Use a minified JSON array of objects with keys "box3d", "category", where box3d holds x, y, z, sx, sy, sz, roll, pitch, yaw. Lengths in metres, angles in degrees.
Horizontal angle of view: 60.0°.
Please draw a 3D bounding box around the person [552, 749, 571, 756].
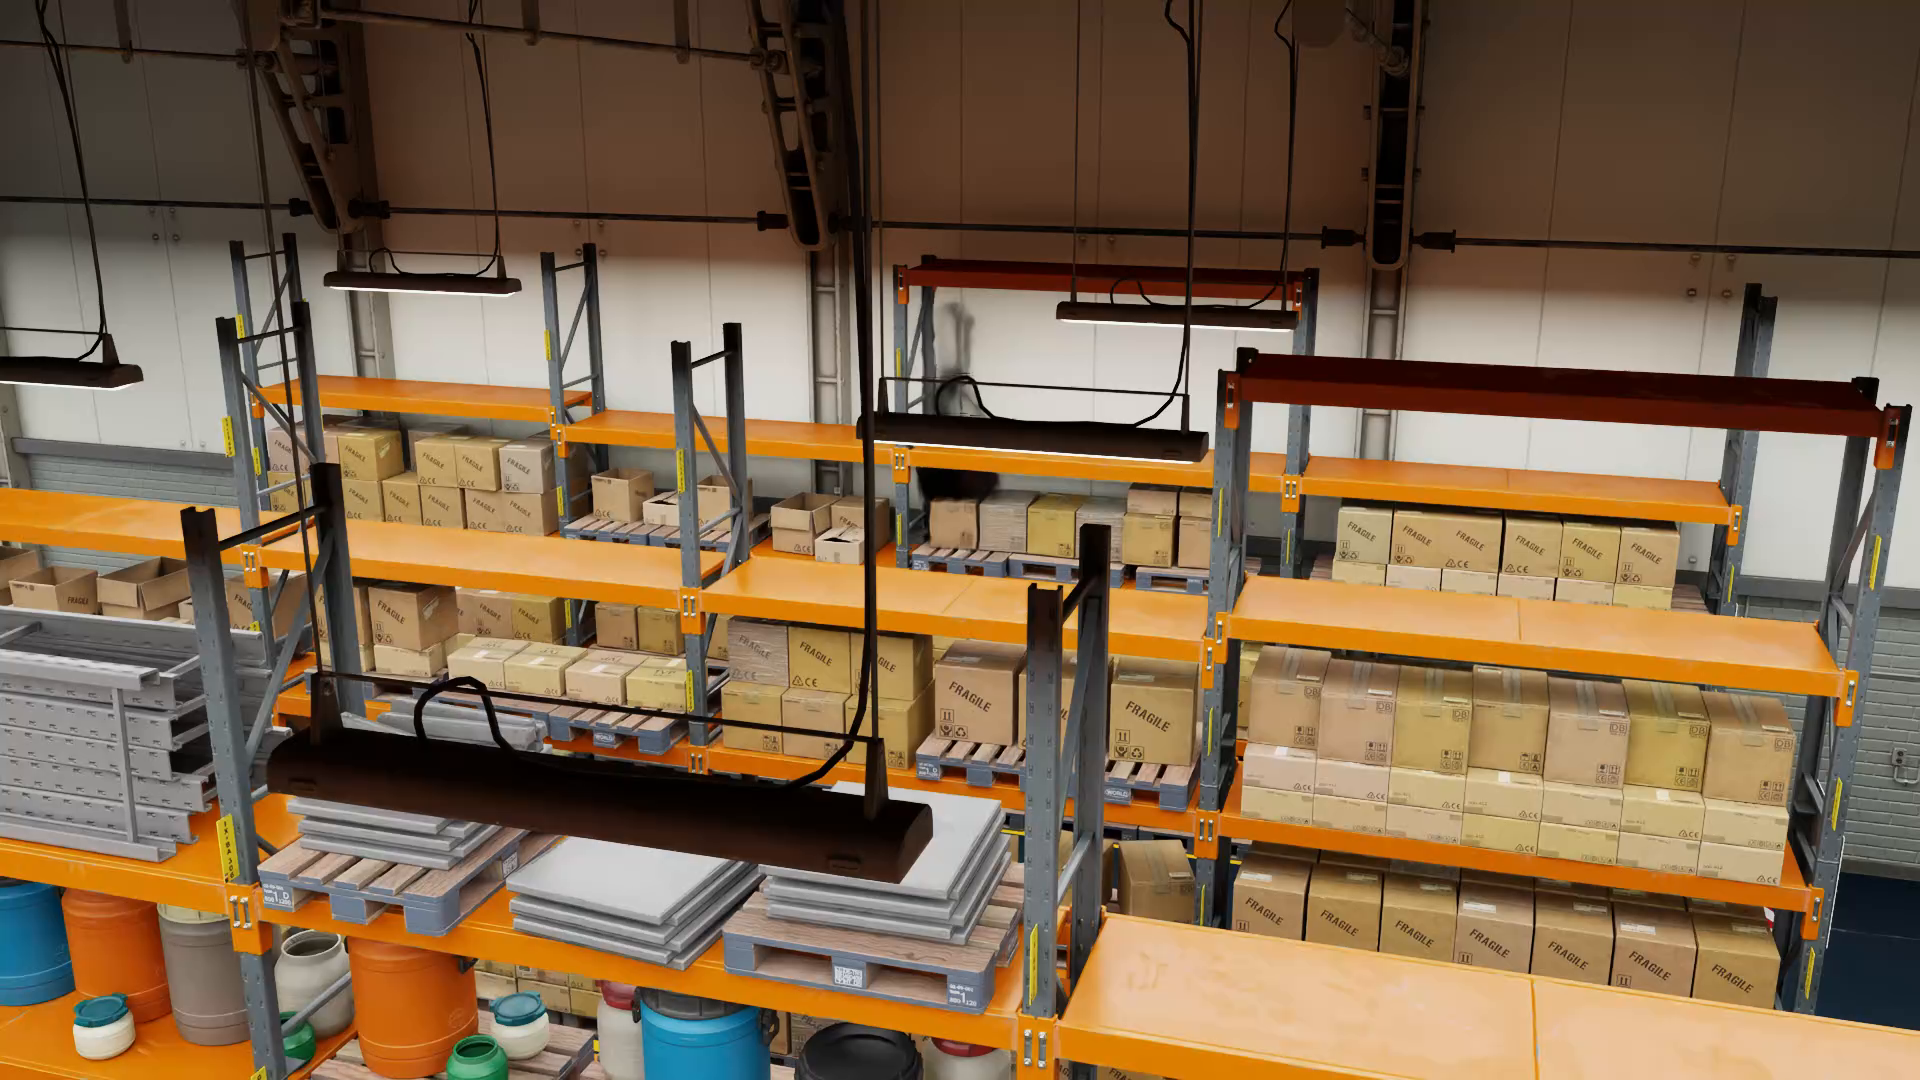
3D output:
[{"box3d":[-4.344,2.374,17.746,0.705,1.584,0.573,1,16,2],"category":"person"}]
